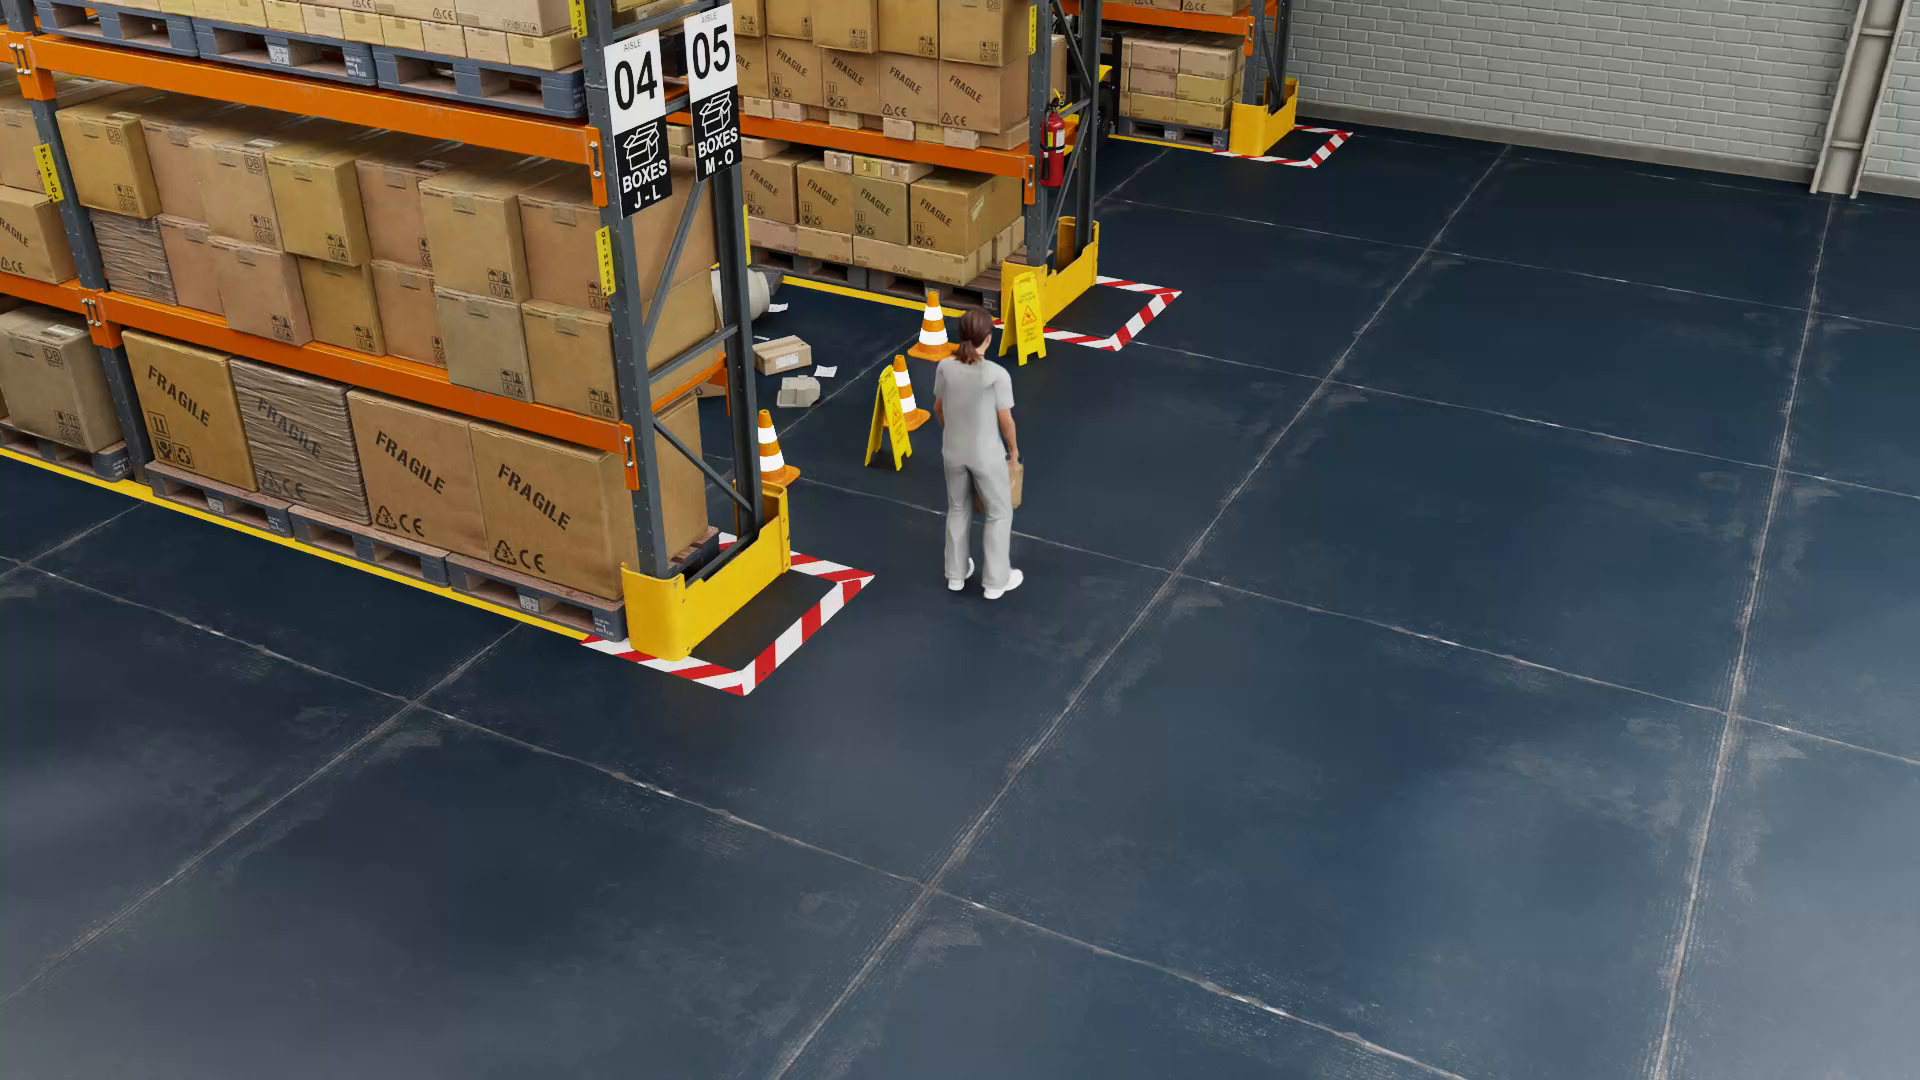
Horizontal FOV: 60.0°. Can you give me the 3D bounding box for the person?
[{"bbox_3d":[0.086,-0.470,9.097,0.498,1.671,0.359,13,33,21],"label":"person"}]
